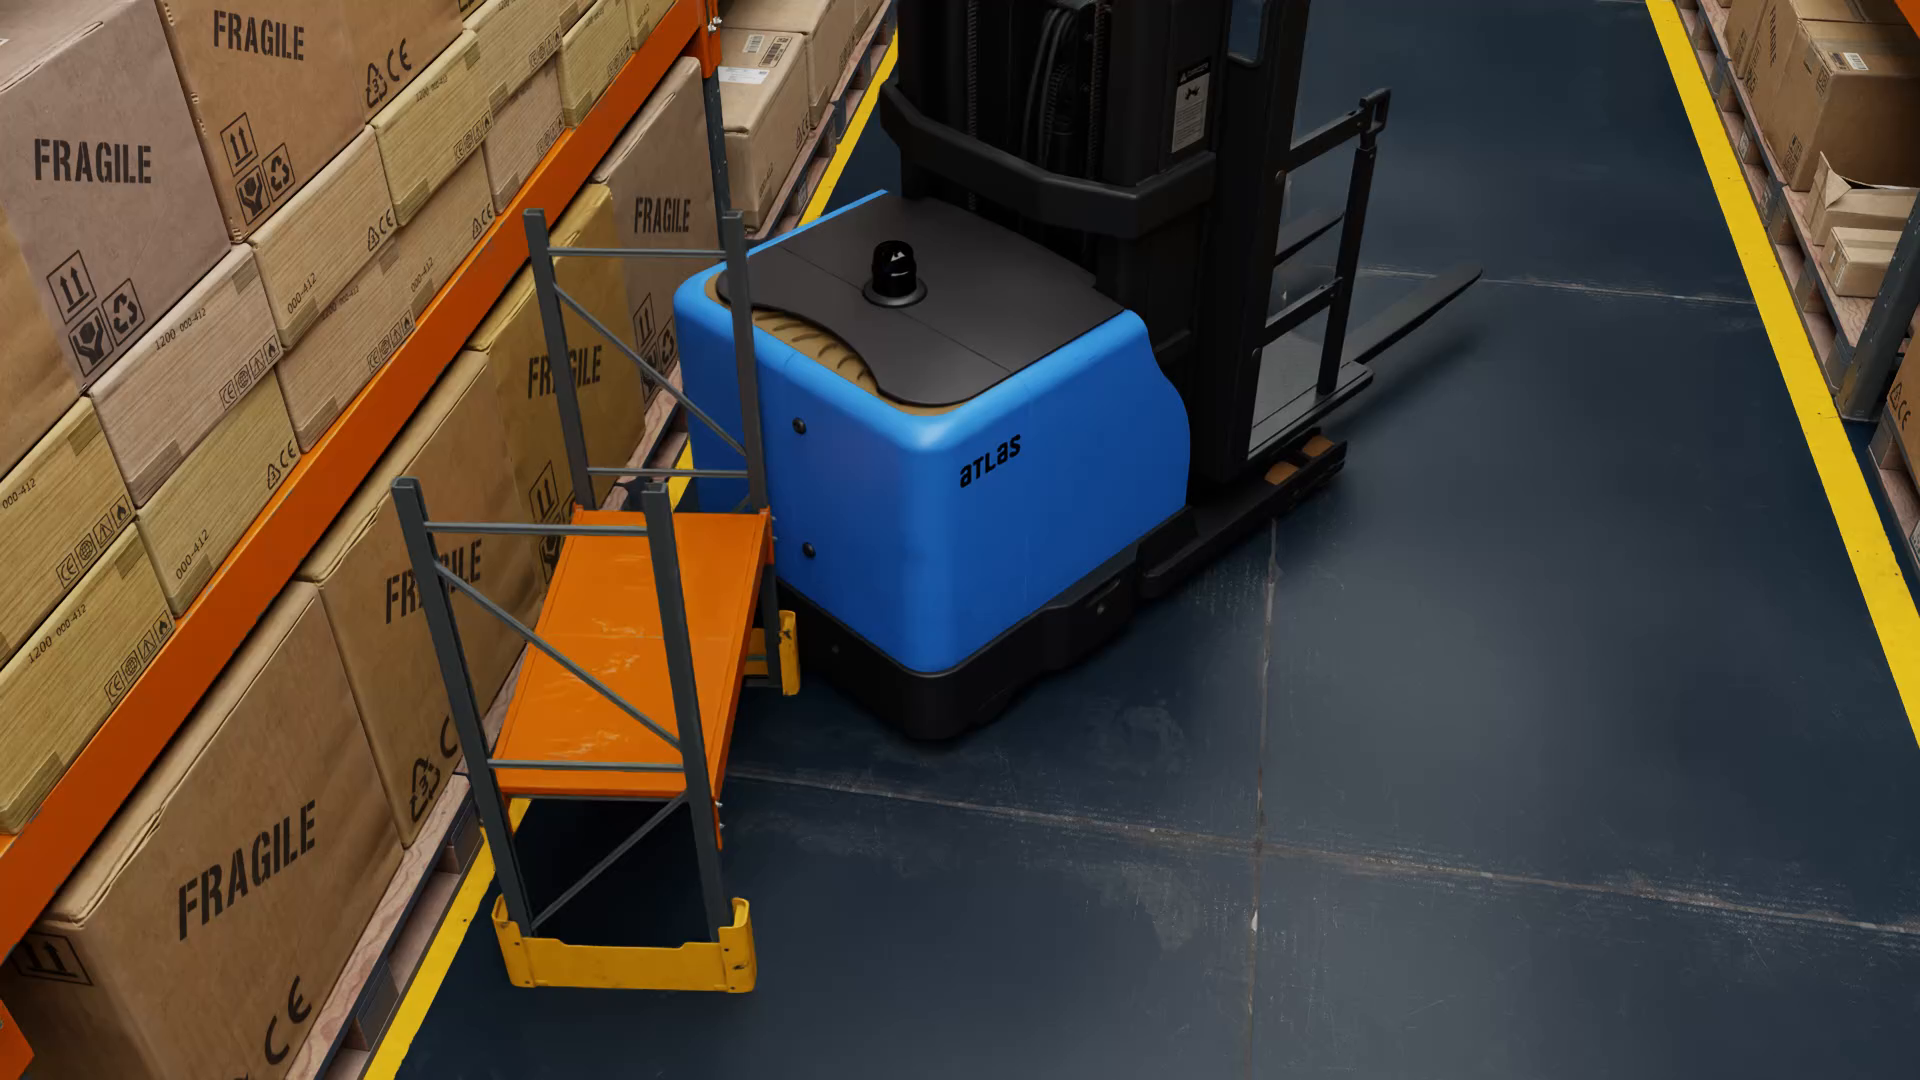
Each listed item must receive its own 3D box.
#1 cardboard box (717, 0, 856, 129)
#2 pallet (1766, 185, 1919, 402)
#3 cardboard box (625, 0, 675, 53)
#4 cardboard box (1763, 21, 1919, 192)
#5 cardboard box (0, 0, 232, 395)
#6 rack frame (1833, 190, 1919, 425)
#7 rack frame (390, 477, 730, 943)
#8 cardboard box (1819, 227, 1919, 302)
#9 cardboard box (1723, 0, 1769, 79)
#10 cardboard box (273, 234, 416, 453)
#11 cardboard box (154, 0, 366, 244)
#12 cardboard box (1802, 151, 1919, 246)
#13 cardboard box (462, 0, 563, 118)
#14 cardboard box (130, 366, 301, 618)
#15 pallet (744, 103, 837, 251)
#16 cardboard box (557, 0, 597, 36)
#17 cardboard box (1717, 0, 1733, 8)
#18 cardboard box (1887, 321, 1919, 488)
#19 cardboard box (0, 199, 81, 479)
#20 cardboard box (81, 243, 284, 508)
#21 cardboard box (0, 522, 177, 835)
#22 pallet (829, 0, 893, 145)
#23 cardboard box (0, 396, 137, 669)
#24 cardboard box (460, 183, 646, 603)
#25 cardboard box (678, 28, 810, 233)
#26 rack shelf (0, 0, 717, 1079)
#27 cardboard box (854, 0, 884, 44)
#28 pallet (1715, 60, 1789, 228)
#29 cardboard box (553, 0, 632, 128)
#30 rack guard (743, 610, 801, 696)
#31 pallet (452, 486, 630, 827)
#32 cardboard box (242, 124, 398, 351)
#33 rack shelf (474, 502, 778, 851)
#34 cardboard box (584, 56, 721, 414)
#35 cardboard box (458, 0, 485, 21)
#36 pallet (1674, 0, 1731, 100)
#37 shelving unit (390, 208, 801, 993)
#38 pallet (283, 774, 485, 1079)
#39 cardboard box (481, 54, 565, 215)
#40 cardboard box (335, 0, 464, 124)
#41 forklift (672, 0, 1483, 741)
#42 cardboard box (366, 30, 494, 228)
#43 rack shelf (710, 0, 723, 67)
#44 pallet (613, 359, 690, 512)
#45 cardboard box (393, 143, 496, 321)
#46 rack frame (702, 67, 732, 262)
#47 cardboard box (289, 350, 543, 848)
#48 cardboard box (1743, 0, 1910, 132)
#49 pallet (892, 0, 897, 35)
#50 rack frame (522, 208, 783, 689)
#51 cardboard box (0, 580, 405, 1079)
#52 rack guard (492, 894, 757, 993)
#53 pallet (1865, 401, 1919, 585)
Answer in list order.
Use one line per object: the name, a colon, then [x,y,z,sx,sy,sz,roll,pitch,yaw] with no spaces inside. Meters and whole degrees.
cardboard box: [-0.974,-2.213,7.254,0.875,0.438,0.875,5,40,6]
pallet: [3.667,-0.905,6.180,1.003,0.211,1.213,6,40,8]
cardboard box: [-1.172,-1.727,5.103,0.500,0.250,0.500,5,40,7]
cardboard box: [3.674,-1.701,6.586,0.700,0.500,0.500,5,40,6]
cardboard box: [-1.632,-0.603,2.762,0.500,0.500,0.500,7,40,8]
rack frame: [3.547,-1.549,4.770,1.000,3.000,0.127,6,40,8]
rack frame: [-0.782,0.478,3.495,0.500,1.500,0.032,1,40,1]
cardboard box: [3.354,-0.995,6.007,0.380,0.149,0.250,5,40,6]
cardboard box: [3.854,-2.353,7.374,0.700,0.500,0.500,8,40,9]
cardboard box: [-1.534,-0.458,3.568,0.500,0.250,0.500,8,40,9]
cardboard box: [-1.527,-0.926,3.153,0.500,0.500,0.500,7,40,9]
cardboard box: [3.416,-1.264,6.240,0.396,0.266,0.258,8,40,9]
cardboard box: [-1.342,-1.285,4.176,0.500,0.250,0.500,7,40,9]
cardboard box: [-1.630,-0.130,3.171,0.500,0.250,0.500,5,40,6]
pallet: [-1.134,-1.488,6.884,1.003,0.211,1.213,6,40,8]
cardboard box: [-1.258,-1.611,4.570,0.500,0.250,0.500,7,40,9]
cardboard box: [4.040,-2.886,8.016,0.797,0.503,0.637,5,40,6]
cardboard box: [3.242,-0.469,5.095,0.500,0.500,0.500,8,40,10]
cardboard box: [-1.708,-0.290,2.384,0.500,0.500,0.500,5,40,6]
cardboard box: [-1.613,-0.334,3.025,0.500,0.250,0.500,7,40,9]
cardboard box: [-1.702,0.194,2.779,0.500,0.250,0.500,6,40,7]
pallet: [-0.925,-2.256,7.813,1.003,0.211,1.213,6,40,8]
cardboard box: [-1.703,-0.010,2.633,0.500,0.250,0.500,6,40,7]
cardboard box: [-1.519,-0.472,4.804,0.875,0.875,0.875,7,40,9]
cardboard box: [-1.128,-1.651,6.574,0.875,0.438,0.875,6,40,7]
rack shelf: [-1.688,-0.562,4.140,1.077,0.370,4.000,6,40,8]
cardboard box: [-0.816,-2.779,7.938,0.875,0.438,0.875,7,40,9]
pallet: [3.876,-1.673,7.109,1.003,0.211,1.213,6,40,8]
cardboard box: [-1.261,-1.408,4.716,0.500,0.250,0.500,6,40,7]
rack guard: [-0.749,0.313,4.675,0.587,0.250,0.087,1,40,1]
pallet: [-1.610,0.241,4.793,1.003,0.211,1.213,6,40,8]
cardboard box: [-1.515,-0.645,3.402,0.500,0.250,0.500,6,40,8]
rack shelf: [-0.765,0.293,4.001,0.538,0.185,1.000,1,40,1]
cardboard box: [-1.371,-1.039,5.491,0.875,0.875,0.875,8,40,9]
cardboard box: [-1.362,-1.569,3.930,0.500,0.500,0.500,8,40,9]
pallet: [4.089,-2.437,8.032,1.003,0.211,1.213,6,40,8]
shelving unit: [-0.765,0.148,3.894,0.587,1.500,1.083,1,40,1]
pallet: [-1.824,1.004,3.870,1.003,0.211,1.213,6,40,8]
cardboard box: [-1.367,-1.093,4.336,0.500,0.250,0.500,5,40,6]
cardboard box: [-1.436,-1.242,3.535,0.500,0.500,0.500,7,40,8]
forklift: [0.619,-1.424,4.672,1.130,2.935,3.031,32,49,33]
cardboard box: [-1.414,-0.962,3.785,0.500,0.250,0.500,7,40,8]
rack shelf: [-0.996,-3.072,7.176,1.077,0.370,4.000,6,40,8]
pallet: [-1.402,-0.527,5.722,1.003,0.211,1.213,6,40,8]
cardboard box: [-1.452,-0.769,3.943,0.500,0.250,0.500,6,40,8]
rack frame: [-1.342,-2.094,5.429,1.000,3.000,0.127,6,40,8]
cardboard box: [-1.675,0.089,4.126,0.875,0.875,0.875,7,40,8]
cardboard box: [3.664,-2.032,6.986,0.500,0.500,0.500,7,40,8]
pallet: [-0.711,-3.020,8.737,1.003,0.211,1.213,6,40,8]
rack frame: [-0.749,-0.170,4.278,0.500,1.500,0.032,1,40,1]
cardboard box: [-1.833,0.649,3.449,0.875,0.875,0.875,6,40,7]
rack guard: [-0.781,0.947,3.908,0.587,0.250,0.087,1,40,1]
pallet: [3.444,0.040,5.036,1.003,0.211,1.213,6,40,8]
